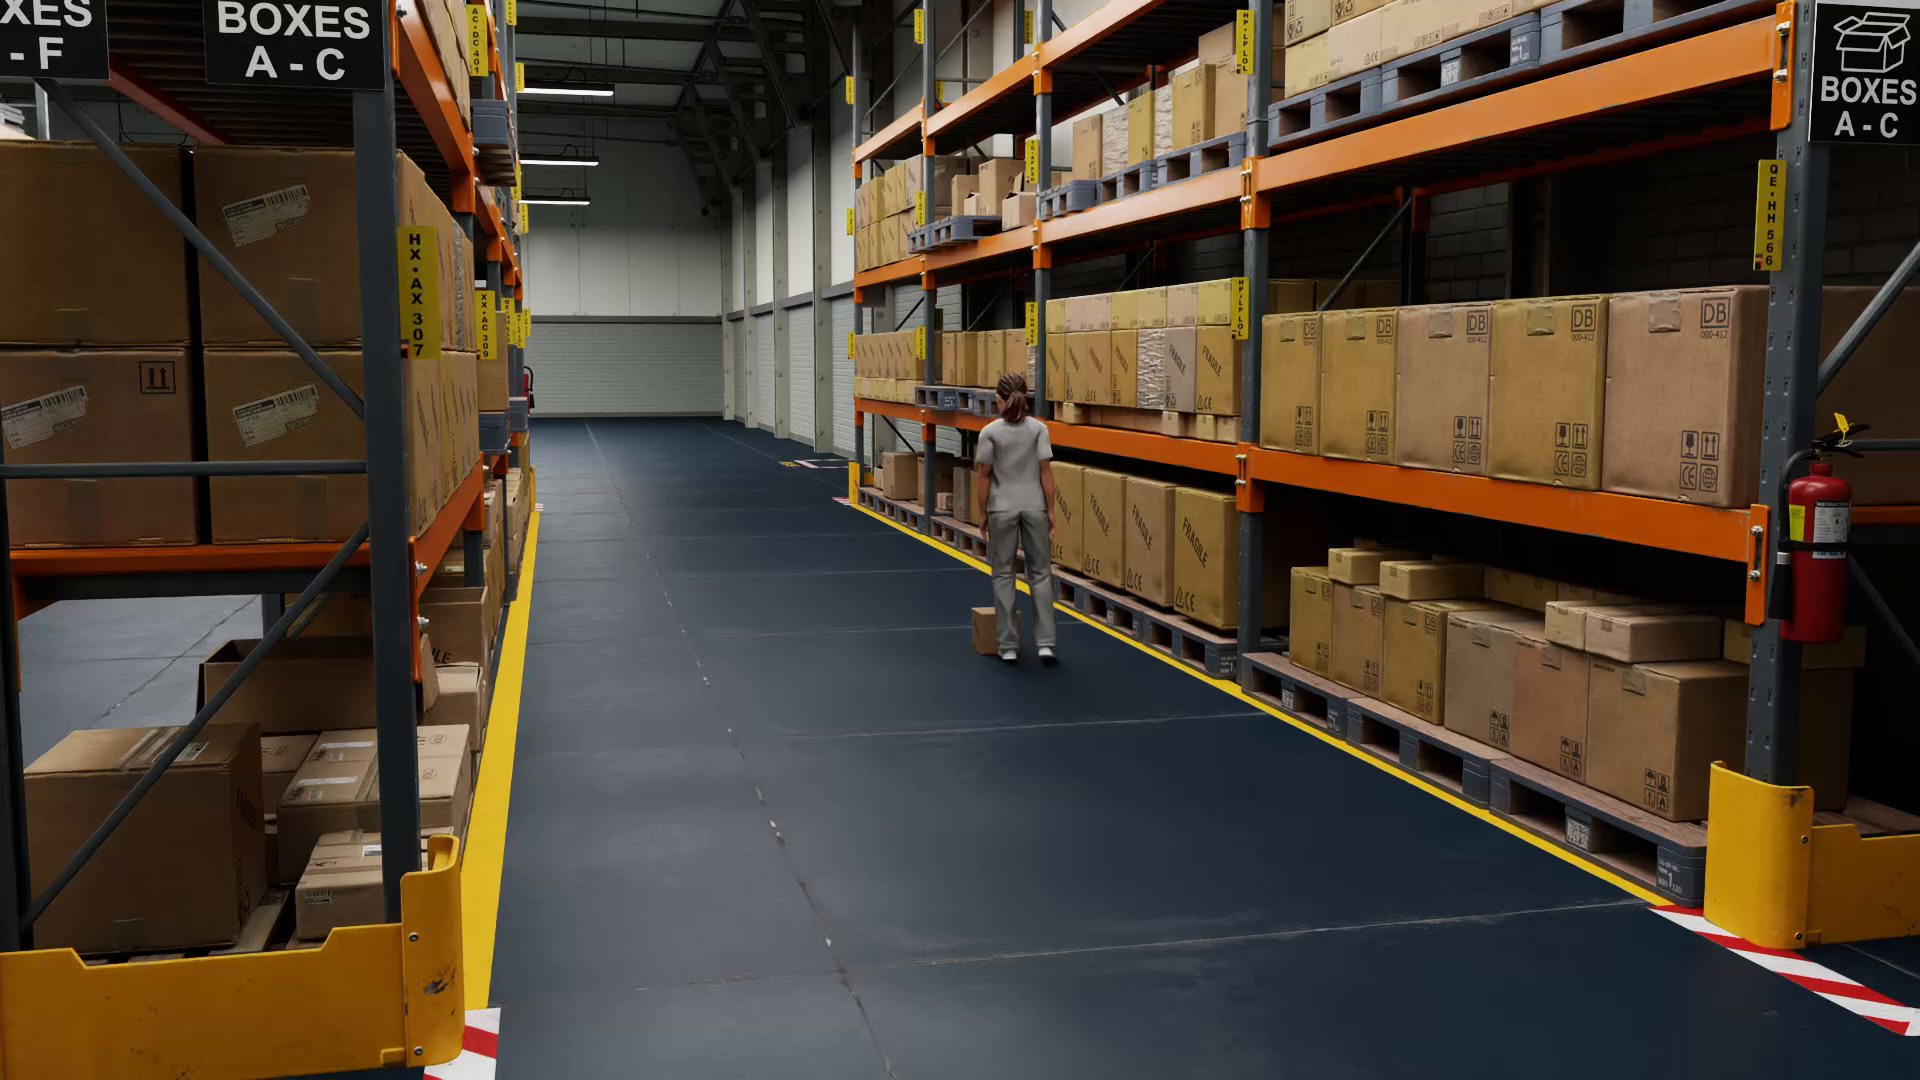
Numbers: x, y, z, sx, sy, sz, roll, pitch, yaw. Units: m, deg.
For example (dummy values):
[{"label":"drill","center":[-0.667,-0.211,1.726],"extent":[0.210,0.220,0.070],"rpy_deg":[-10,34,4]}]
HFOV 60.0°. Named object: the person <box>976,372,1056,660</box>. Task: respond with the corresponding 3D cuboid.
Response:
[{"label":"person","center":[0.332,-0.124,9.657],"extent":[0.502,1.696,0.464],"rpy_deg":[-1,6,-6]}]
